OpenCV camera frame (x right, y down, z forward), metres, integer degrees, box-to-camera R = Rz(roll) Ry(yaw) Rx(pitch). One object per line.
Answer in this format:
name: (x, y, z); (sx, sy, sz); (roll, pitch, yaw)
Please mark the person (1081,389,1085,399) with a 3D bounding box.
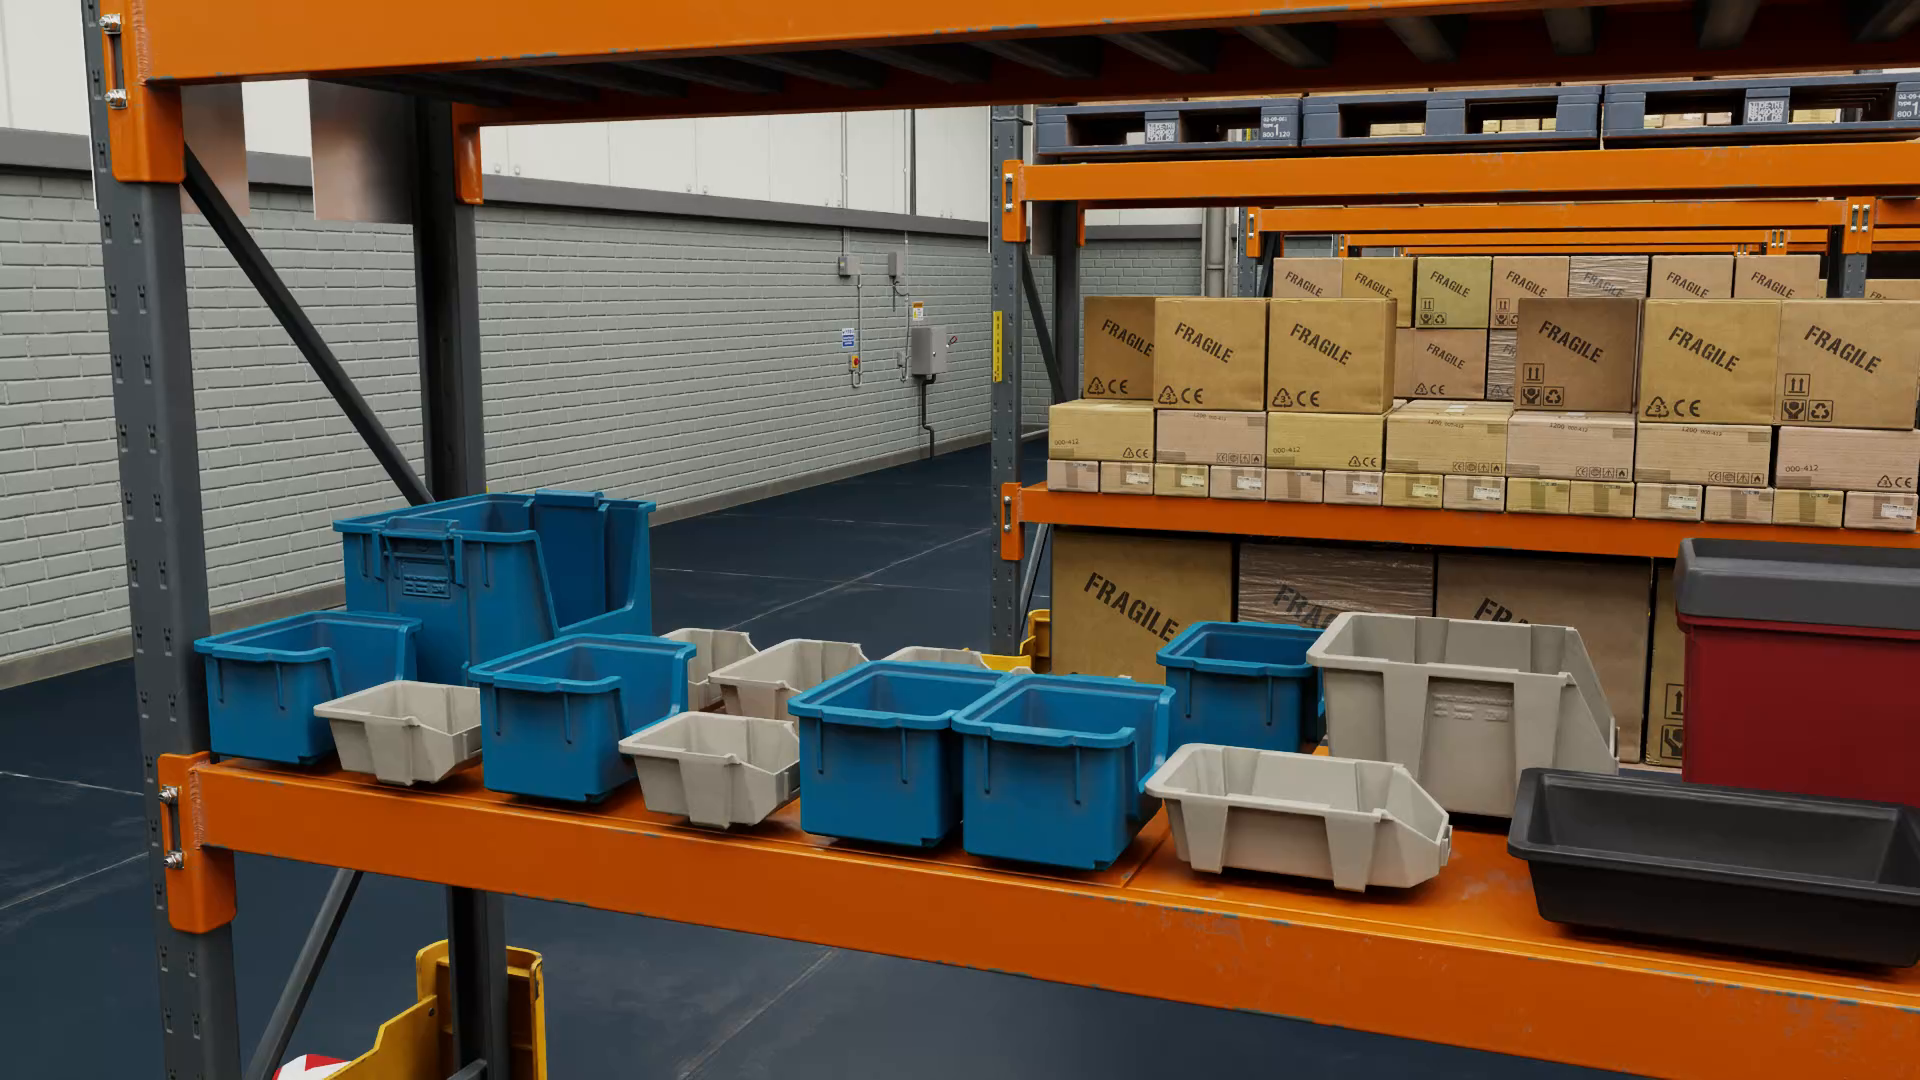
person: (0.790, -0.163, 10.417); (0.352, 1.673, 0.502); (3, 9, 20)
